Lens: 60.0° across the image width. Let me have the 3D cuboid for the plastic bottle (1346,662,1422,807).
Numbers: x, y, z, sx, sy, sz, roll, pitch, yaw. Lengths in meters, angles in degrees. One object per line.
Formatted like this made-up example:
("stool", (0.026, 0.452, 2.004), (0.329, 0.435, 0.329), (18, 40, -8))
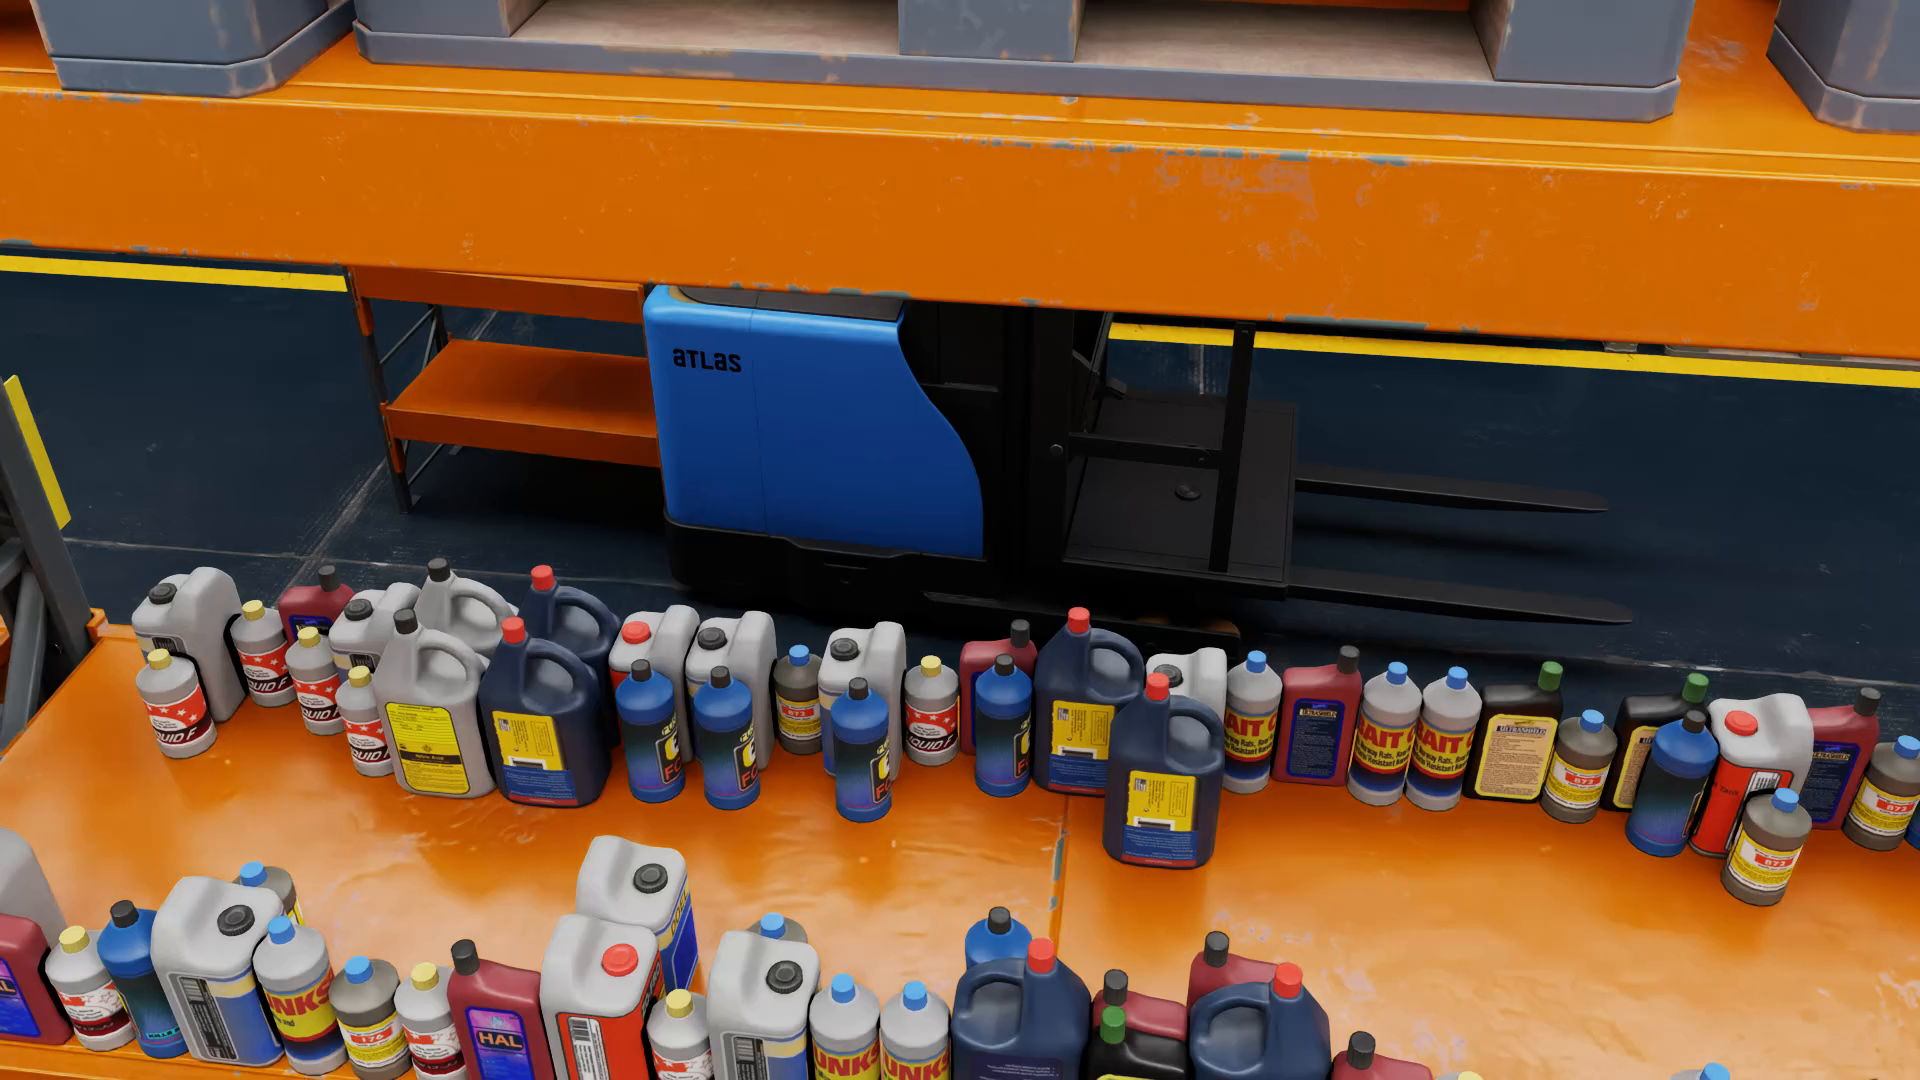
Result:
("plastic bottle", (0.724, 0.322, 2.828), (0.097, 0.271, 0.097), (0, 36, 0))

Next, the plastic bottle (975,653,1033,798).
("plastic bottle", (0.074, 0.309, 2.846), (0.097, 0.271, 0.097), (0, 36, 0))

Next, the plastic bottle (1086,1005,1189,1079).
("plastic bottle", (0.236, 0.735, 2.238), (0.133, 0.283, 0.061), (4, 36, 6))

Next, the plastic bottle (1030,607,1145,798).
("plastic bottle", (0.219, 0.265, 2.839), (0.185, 0.351, 0.144), (4, 36, 6))

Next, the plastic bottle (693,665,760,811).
("plastic bottle", (-0.396, 0.327, 2.820), (0.097, 0.271, 0.097), (0, 36, 0))

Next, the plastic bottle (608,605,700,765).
("plastic bottle", (-0.532, 0.242, 2.936), (0.135, 0.276, 0.152), (4, 36, 6))

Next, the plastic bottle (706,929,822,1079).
("plastic bottle", (-0.268, 0.674, 2.330), (0.135, 0.276, 0.152), (4, 36, 6))

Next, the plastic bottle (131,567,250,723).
("plastic bottle", (-1.395, 0.178, 3.026), (0.135, 0.276, 0.152), (4, 36, 6))

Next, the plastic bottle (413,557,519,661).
("plastic bottle", (-0.874, 0.184, 2.953), (0.185, 0.351, 0.144), (4, 36, 6))

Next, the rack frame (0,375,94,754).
("rack frame", (-1.827, 0.284, 2.770), (0.127, 3.000, 1.000), (4, 36, 6))

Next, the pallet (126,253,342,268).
("pallet", (-3.154, -1.625, 7.845), (1.213, 0.211, 1.003), (4, 36, 6))

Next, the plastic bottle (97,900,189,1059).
("plastic bottle", (-1.172, 0.625, 2.403), (0.097, 0.271, 0.097), (0, 36, 0))

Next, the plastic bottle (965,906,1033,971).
("plastic bottle", (0.055, 0.632, 2.393), (0.097, 0.271, 0.097), (0, 36, 0))

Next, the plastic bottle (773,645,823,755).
("plastic bottle", (-0.280, 0.275, 2.953), (0.097, 0.201, 0.097), (0, 36, 0))

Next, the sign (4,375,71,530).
("sign", (-1.755, -0.145, 3.133), (0.005, 0.325, 0.100), (4, 36, 6))

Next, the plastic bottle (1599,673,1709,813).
("plastic bottle", (1.166, 0.339, 2.793), (0.133, 0.283, 0.061), (4, 36, 6))

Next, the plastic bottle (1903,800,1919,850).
("plastic bottle", (1.641, 0.390, 2.732), (0.097, 0.271, 0.097), (0, 36, 0))

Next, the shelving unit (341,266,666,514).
("shelving unit", (-1.419, -0.635, 5.671), (1.048, 1.125, 0.538), (7, 36, 9))

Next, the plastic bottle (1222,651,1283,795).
("plastic bottle", (0.495, 0.305, 2.852), (0.097, 0.271, 0.097), (0, 36, 0))

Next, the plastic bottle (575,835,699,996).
("plastic bottle", (-0.479, 0.569, 2.477), (0.135, 0.276, 0.152), (4, 36, 6))

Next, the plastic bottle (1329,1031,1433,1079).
("plastic bottle", (0.551, 0.759, 2.205), (0.133, 0.283, 0.061), (4, 36, 6))

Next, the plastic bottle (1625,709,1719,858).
("plastic bottle", (1.174, 0.391, 2.731), (0.097, 0.271, 0.097), (0, 36, 0))

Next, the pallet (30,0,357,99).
("pallet", (-1.037, -0.858, 1.951), (1.003, 0.211, 1.213), (4, 36, 6))

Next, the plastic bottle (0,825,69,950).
("plastic bottle", (-1.479, 0.520, 2.482), (0.185, 0.351, 0.144), (4, 36, 6))

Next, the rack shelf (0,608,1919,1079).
("rack shelf", (0.157, 0.725, 2.771), (4.000, 0.370, 1.077), (4, 36, 6))

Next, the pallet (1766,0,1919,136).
("pallet", (1.394, -0.677, 1.697), (1.213, 0.211, 1.003), (4, 36, 6))

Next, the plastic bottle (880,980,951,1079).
("plastic bottle", (-0.060, 0.708, 2.287), (0.097, 0.271, 0.097), (0, 36, 0))

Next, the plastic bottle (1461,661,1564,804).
("plastic bottle", (0.938, 0.322, 2.817), (0.133, 0.283, 0.061), (4, 36, 6))

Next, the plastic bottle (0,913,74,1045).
("plastic bottle", (-1.385, 0.615, 2.407), (0.133, 0.283, 0.061), (4, 36, 6))

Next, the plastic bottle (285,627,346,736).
("plastic bottle", (-1.152, 0.246, 2.995), (0.097, 0.201, 0.097), (0, 36, 0))

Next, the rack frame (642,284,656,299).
("rack frame", (-0.921, -0.578, 5.591), (0.032, 1.125, 0.500), (7, 36, 9))

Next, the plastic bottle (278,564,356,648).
("plastic bottle", (-1.160, 0.165, 3.036), (0.133, 0.283, 0.061), (4, 36, 6))

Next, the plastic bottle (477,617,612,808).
("plastic bottle", (-0.709, 0.281, 2.817), (0.185, 0.351, 0.144), (4, 36, 6))

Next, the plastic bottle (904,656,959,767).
("plastic bottle", (-0.050, 0.292, 2.929), (0.097, 0.201, 0.097), (0, 36, 0))

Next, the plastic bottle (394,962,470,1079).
("plastic bottle", (-0.749, 0.685, 2.379), (0.097, 0.201, 0.097), (0, 36, 0))

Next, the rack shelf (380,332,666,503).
("rack shelf", (-1.419, -0.436, 5.814), (1.000, 0.278, 0.538), (7, 36, 9))

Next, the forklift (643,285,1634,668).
("forklift", (0.612, -1.123, 4.801), (3.031, 2.935, 1.130), (6, 36, 9))

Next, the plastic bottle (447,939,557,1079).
("plastic bottle", (-0.637, 0.670, 2.329), (0.133, 0.283, 0.061), (4, 36, 6))

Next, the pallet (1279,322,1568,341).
("pallet", (1.999, -1.240, 7.306), (1.213, 0.211, 1.003), (4, 36, 6))

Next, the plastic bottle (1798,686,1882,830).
("plastic bottle", (1.432, 0.359, 2.766), (0.133, 0.283, 0.061), (4, 36, 6))

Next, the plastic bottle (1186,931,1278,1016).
("plastic bottle", (0.386, 0.662, 2.340), (0.133, 0.283, 0.061), (4, 36, 6))

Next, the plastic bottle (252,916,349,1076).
("plastic bottle", (-0.942, 0.642, 2.379), (0.097, 0.271, 0.097), (0, 36, 0))
